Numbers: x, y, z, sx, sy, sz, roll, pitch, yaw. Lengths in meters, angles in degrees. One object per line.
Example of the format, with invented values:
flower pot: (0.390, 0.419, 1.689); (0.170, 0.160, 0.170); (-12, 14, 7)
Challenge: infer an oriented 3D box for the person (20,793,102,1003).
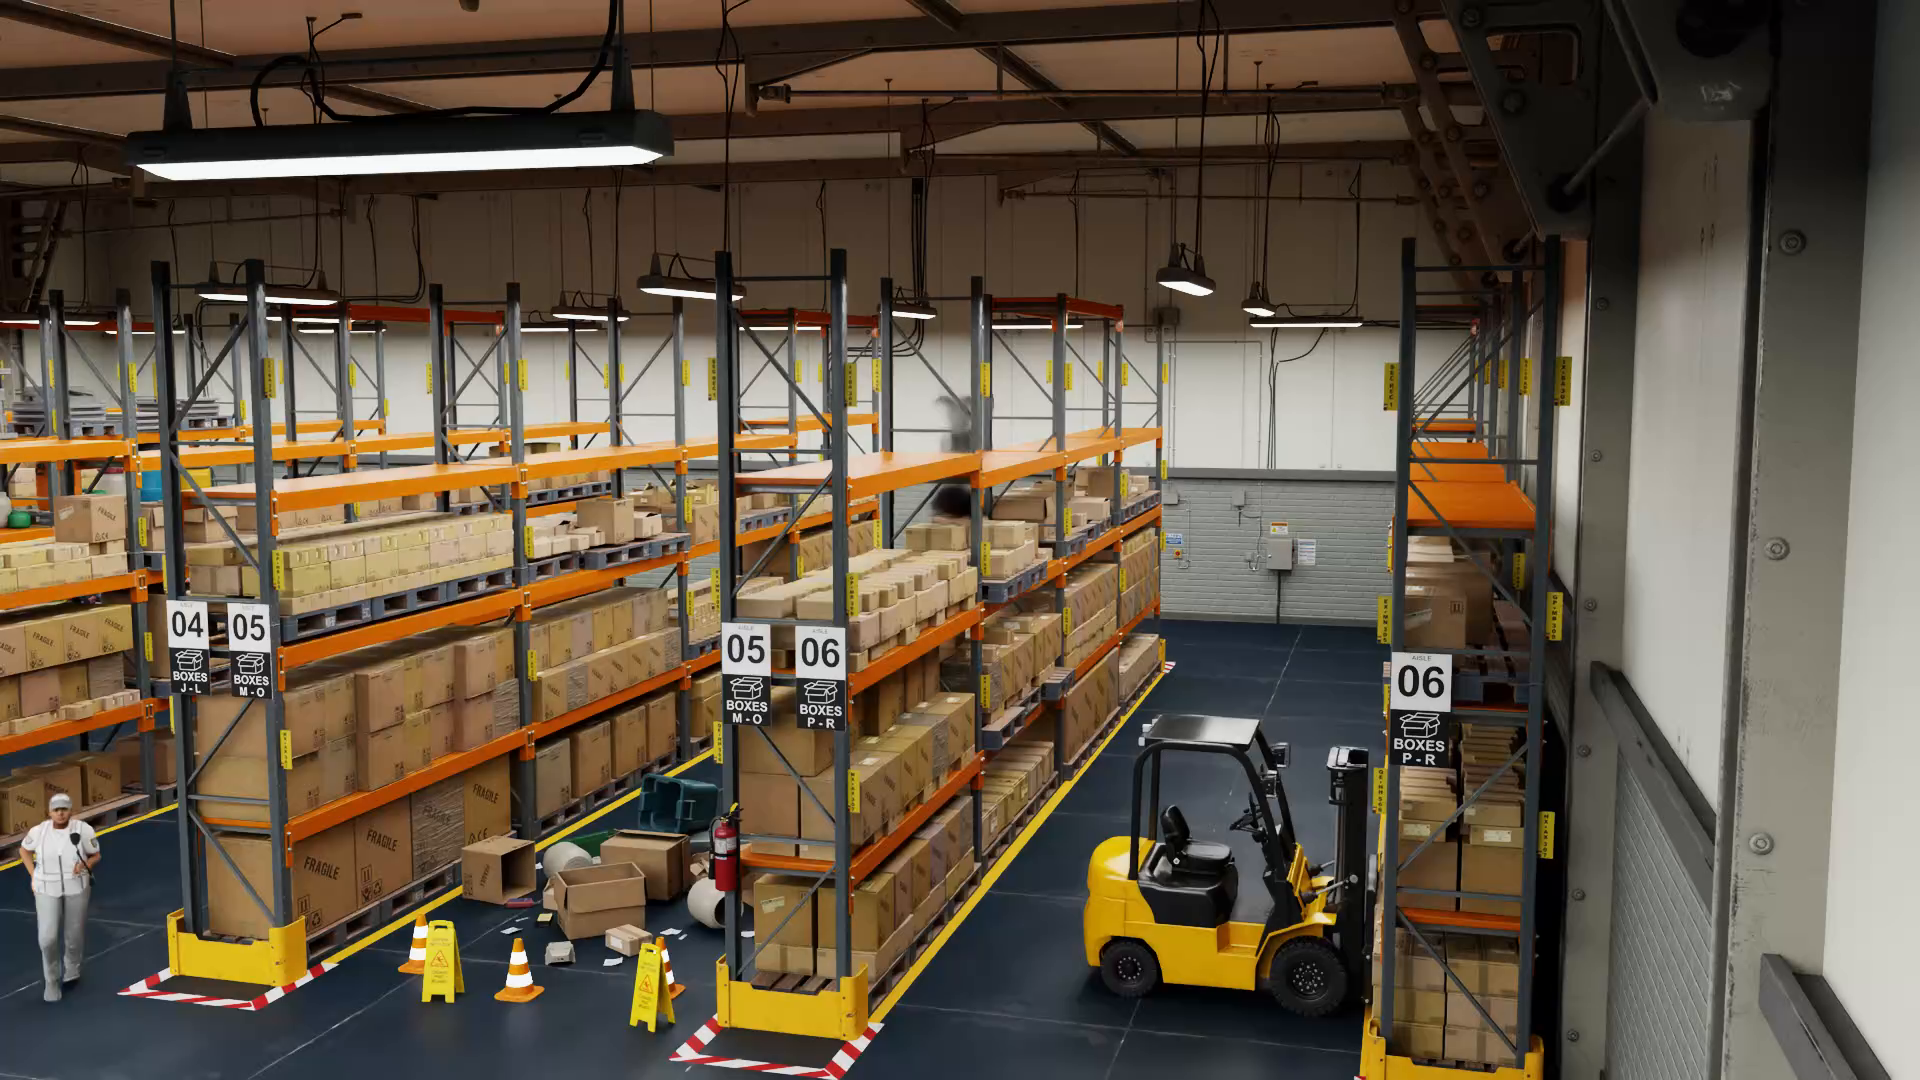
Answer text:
person: (-7.358, 2.918, 13.647); (0.581, 1.711, 0.721); (-4, 7, -30)
